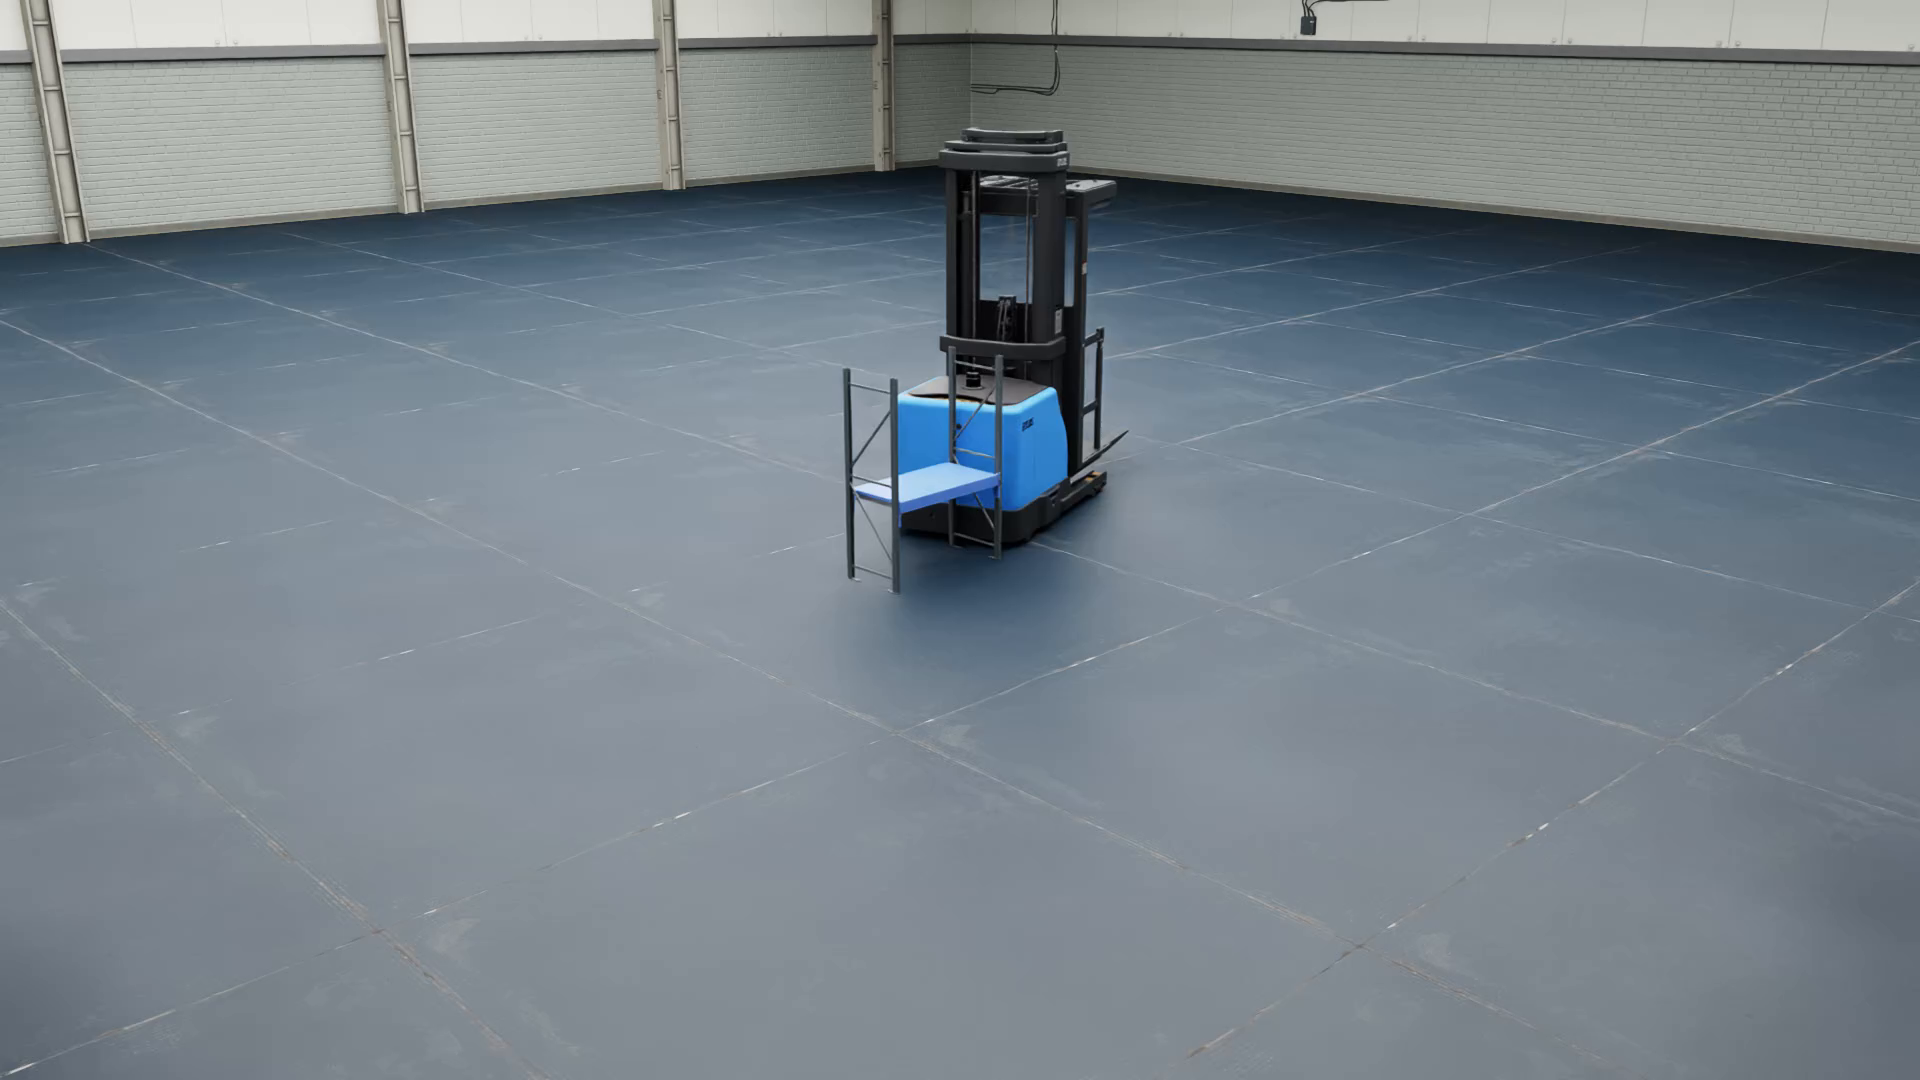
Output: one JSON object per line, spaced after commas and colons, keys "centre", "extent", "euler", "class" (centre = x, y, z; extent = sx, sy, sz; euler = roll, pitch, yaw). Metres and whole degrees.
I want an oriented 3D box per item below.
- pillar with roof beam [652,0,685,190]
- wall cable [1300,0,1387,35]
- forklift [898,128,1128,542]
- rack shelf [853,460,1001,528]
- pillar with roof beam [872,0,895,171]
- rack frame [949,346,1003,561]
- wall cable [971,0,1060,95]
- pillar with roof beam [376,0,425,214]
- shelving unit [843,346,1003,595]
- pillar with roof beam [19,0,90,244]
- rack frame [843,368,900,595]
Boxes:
{"centre": [-3.202, -10.874, 31.433], "extent": [0.400, 9.000, 9.100], "euler": [-16, 24, -41], "class": "pillar with roof beam"}
{"centre": [7.760, -12.925, 32.244], "extent": [0.169, 6.003, 2.305], "euler": [-16, 24, -41], "class": "wall cable"}
{"centre": [0.563, -1.789, 13.249], "extent": [1.130, 2.935, 3.031], "euler": [8, 20, 23], "class": "forklift"}
{"centre": [-0.245, -0.334, 11.666], "extent": [0.538, 0.185, 1.000], "euler": [17, 24, 41], "class": "rack shelf"}
{"centre": [1.158, -12.145, 35.354], "extent": [0.400, 9.000, 9.100], "euler": [-16, 24, -41], "class": "pillar with roof beam"}
{"centre": [0.109, -0.618, 11.958], "extent": [0.500, 1.500, 0.032], "euler": [17, 24, 41], "class": "rack frame"}
{"centre": [1.249, -11.961, 39.820], "extent": [0.112, 2.526, 3.097], "euler": [-16, 24, -41], "class": "wall cable"}
{"centre": [-7.561, -9.603, 27.511], "extent": [0.400, 9.000, 9.100], "euler": [-16, 24, -41], "class": "pillar with roof beam"}
{"centre": [-0.245, -0.505, 11.610], "extent": [0.538, 1.500, 1.048], "euler": [17, 24, 41], "class": "shelving unit"}
{"centre": [-11.921, -8.331, 23.590], "extent": [0.400, 9.000, 9.100], "euler": [-16, 24, -41], "class": "pillar with roof beam"}
{"centre": [-0.598, -0.392, 11.263], "extent": [0.500, 1.500, 0.032], "euler": [17, 24, 41], "class": "rack frame"}
